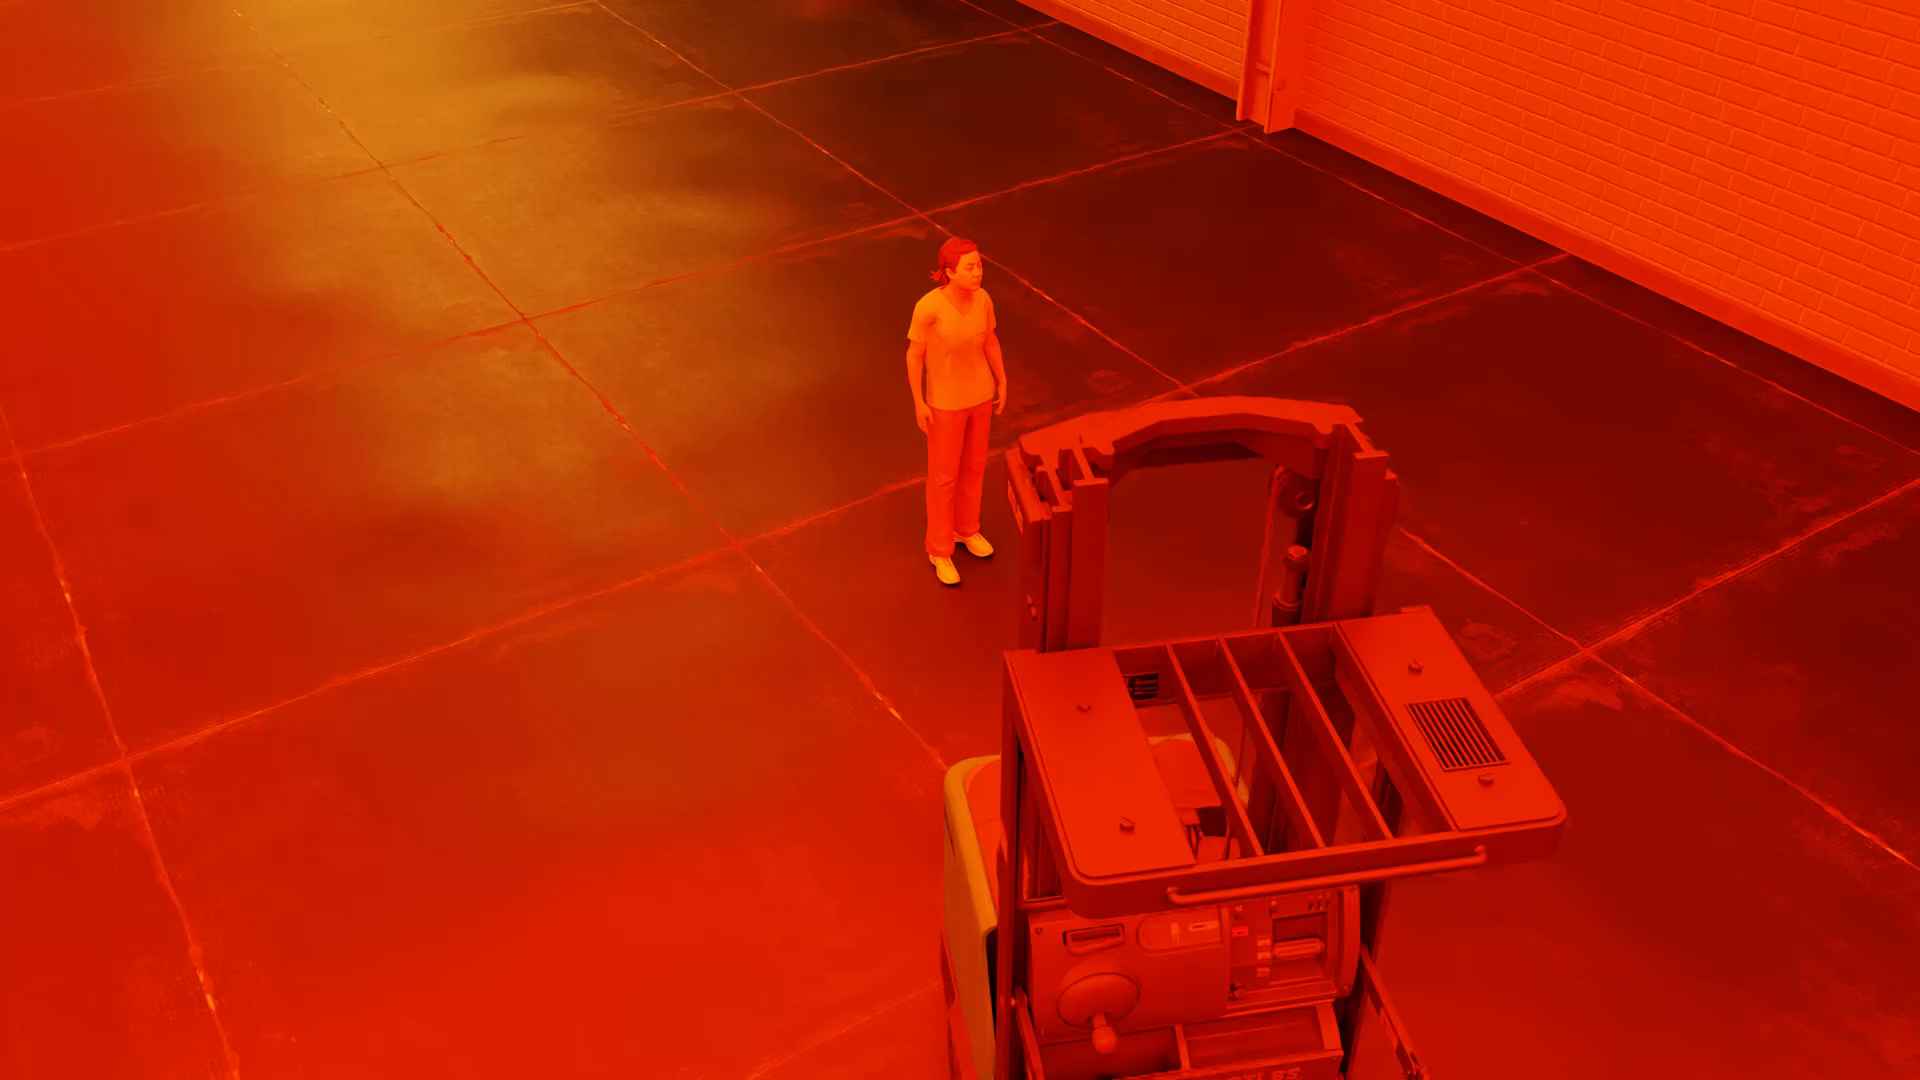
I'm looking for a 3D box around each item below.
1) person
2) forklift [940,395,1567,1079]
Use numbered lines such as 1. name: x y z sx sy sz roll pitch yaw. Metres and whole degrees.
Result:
1. person: 0.031 -0.652 8.155 0.553 1.673 0.548 -21 40 -27
2. forklift: 0.689 1.227 4.402 1.130 2.935 3.031 -6 36 -8
